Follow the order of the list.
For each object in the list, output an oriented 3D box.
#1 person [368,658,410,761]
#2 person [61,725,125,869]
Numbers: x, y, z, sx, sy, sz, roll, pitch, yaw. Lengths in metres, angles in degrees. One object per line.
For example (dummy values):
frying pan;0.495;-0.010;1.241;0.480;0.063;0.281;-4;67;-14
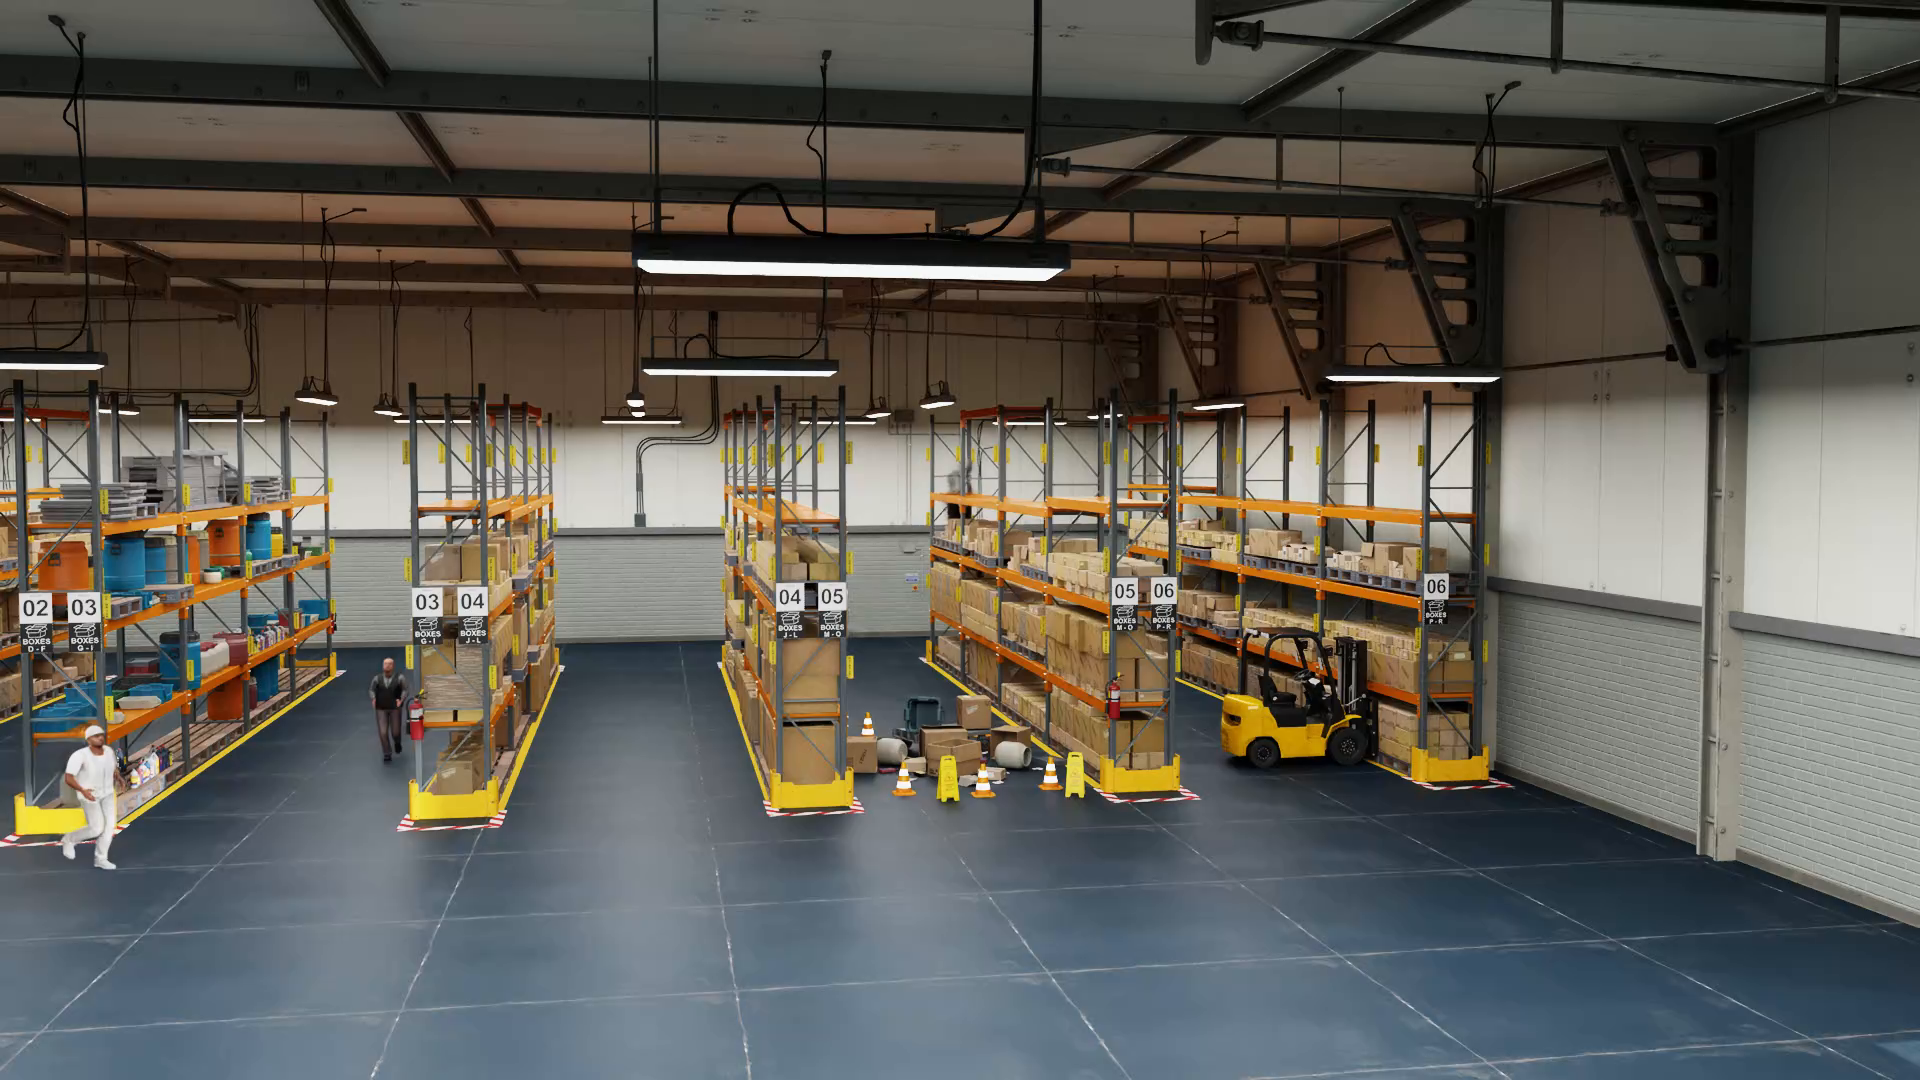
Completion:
person;-9.388;2.780;27.326;0.657;1.669;0.612;-1;3;-12
person;-10.556;3.118;20.262;0.694;1.746;0.701;1;3;24
